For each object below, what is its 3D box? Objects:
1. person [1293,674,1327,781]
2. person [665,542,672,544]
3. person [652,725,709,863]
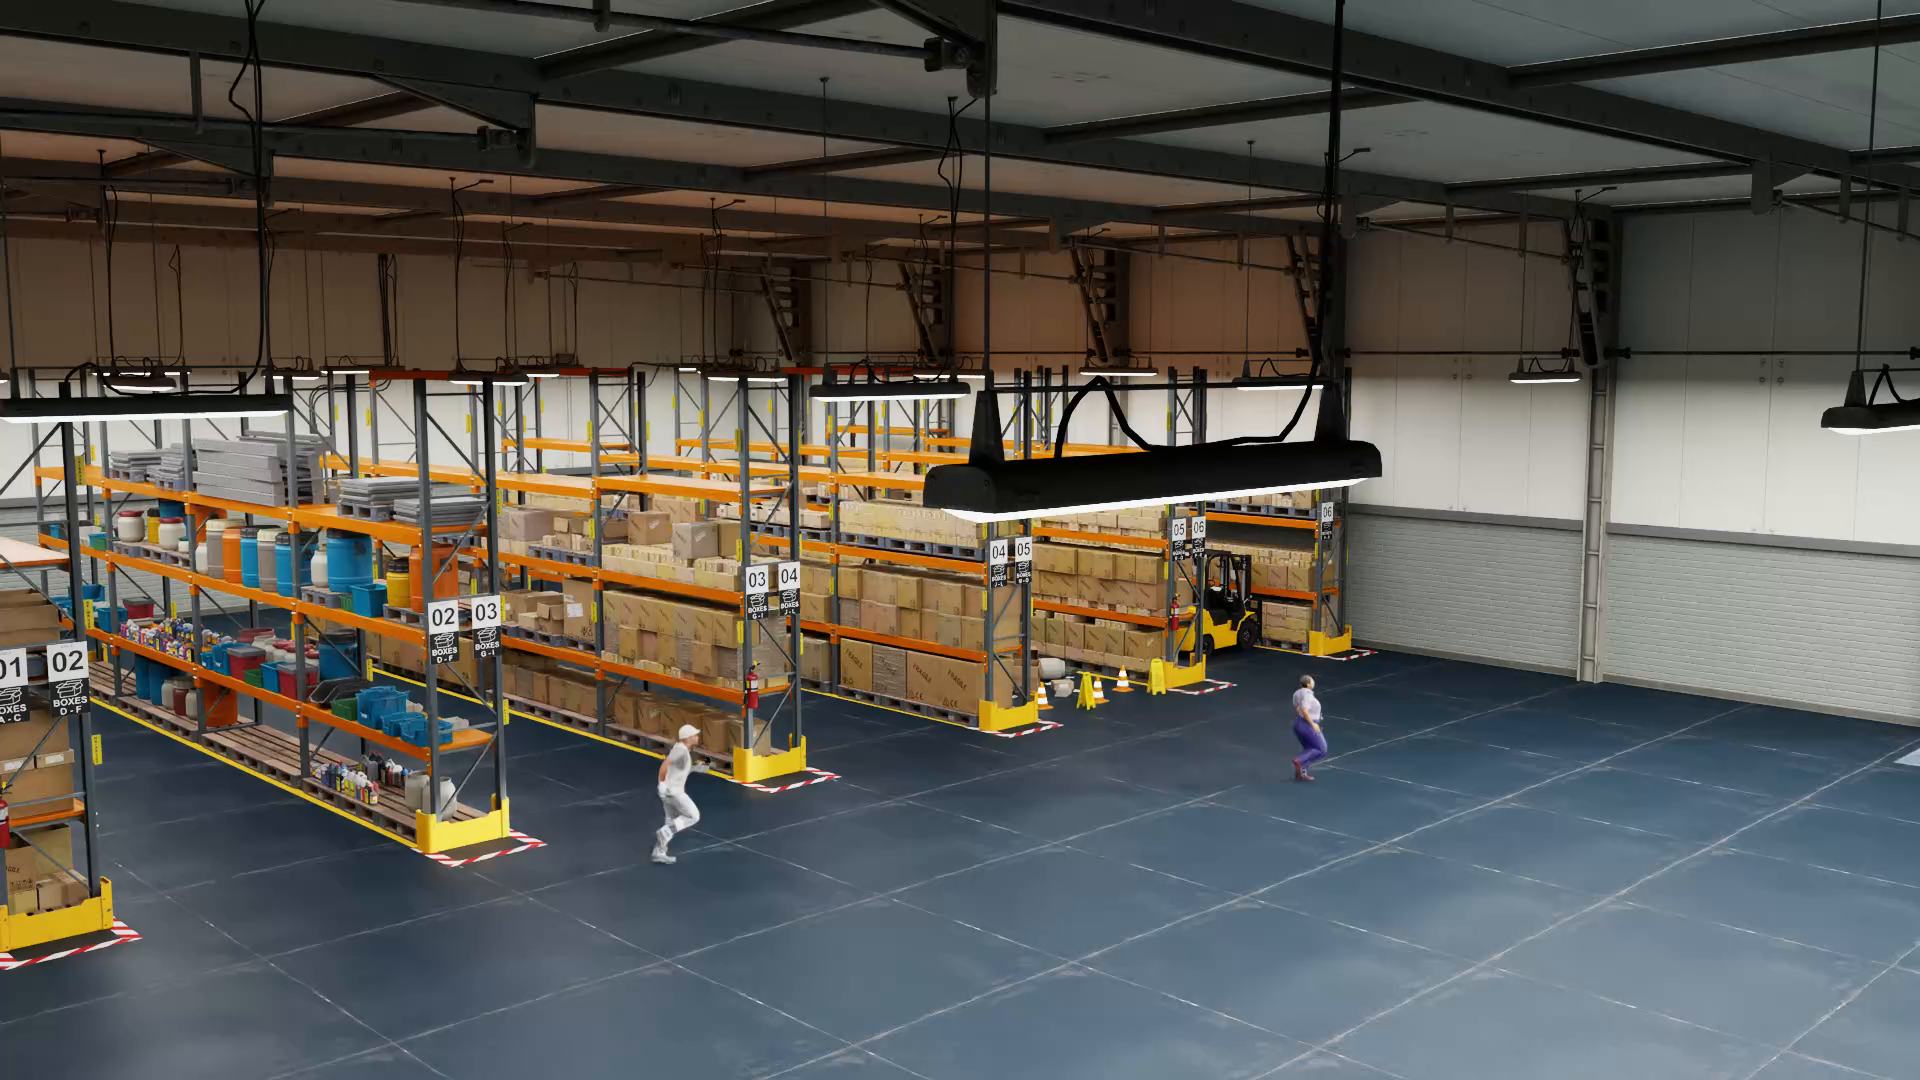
[{"bbox_3d":[5.137,2.775,24.555,0.547,1.603,0.607,-1,7,-13],"label":"person"},{"bbox_3d":[-7.976,0.491,43.950,0.915,1.735,0.748,-1,7,-13],"label":"person"},{"bbox_3d":[-3.479,3.151,20.706,0.751,1.705,0.649,-2,7,-19],"label":"person"}]
